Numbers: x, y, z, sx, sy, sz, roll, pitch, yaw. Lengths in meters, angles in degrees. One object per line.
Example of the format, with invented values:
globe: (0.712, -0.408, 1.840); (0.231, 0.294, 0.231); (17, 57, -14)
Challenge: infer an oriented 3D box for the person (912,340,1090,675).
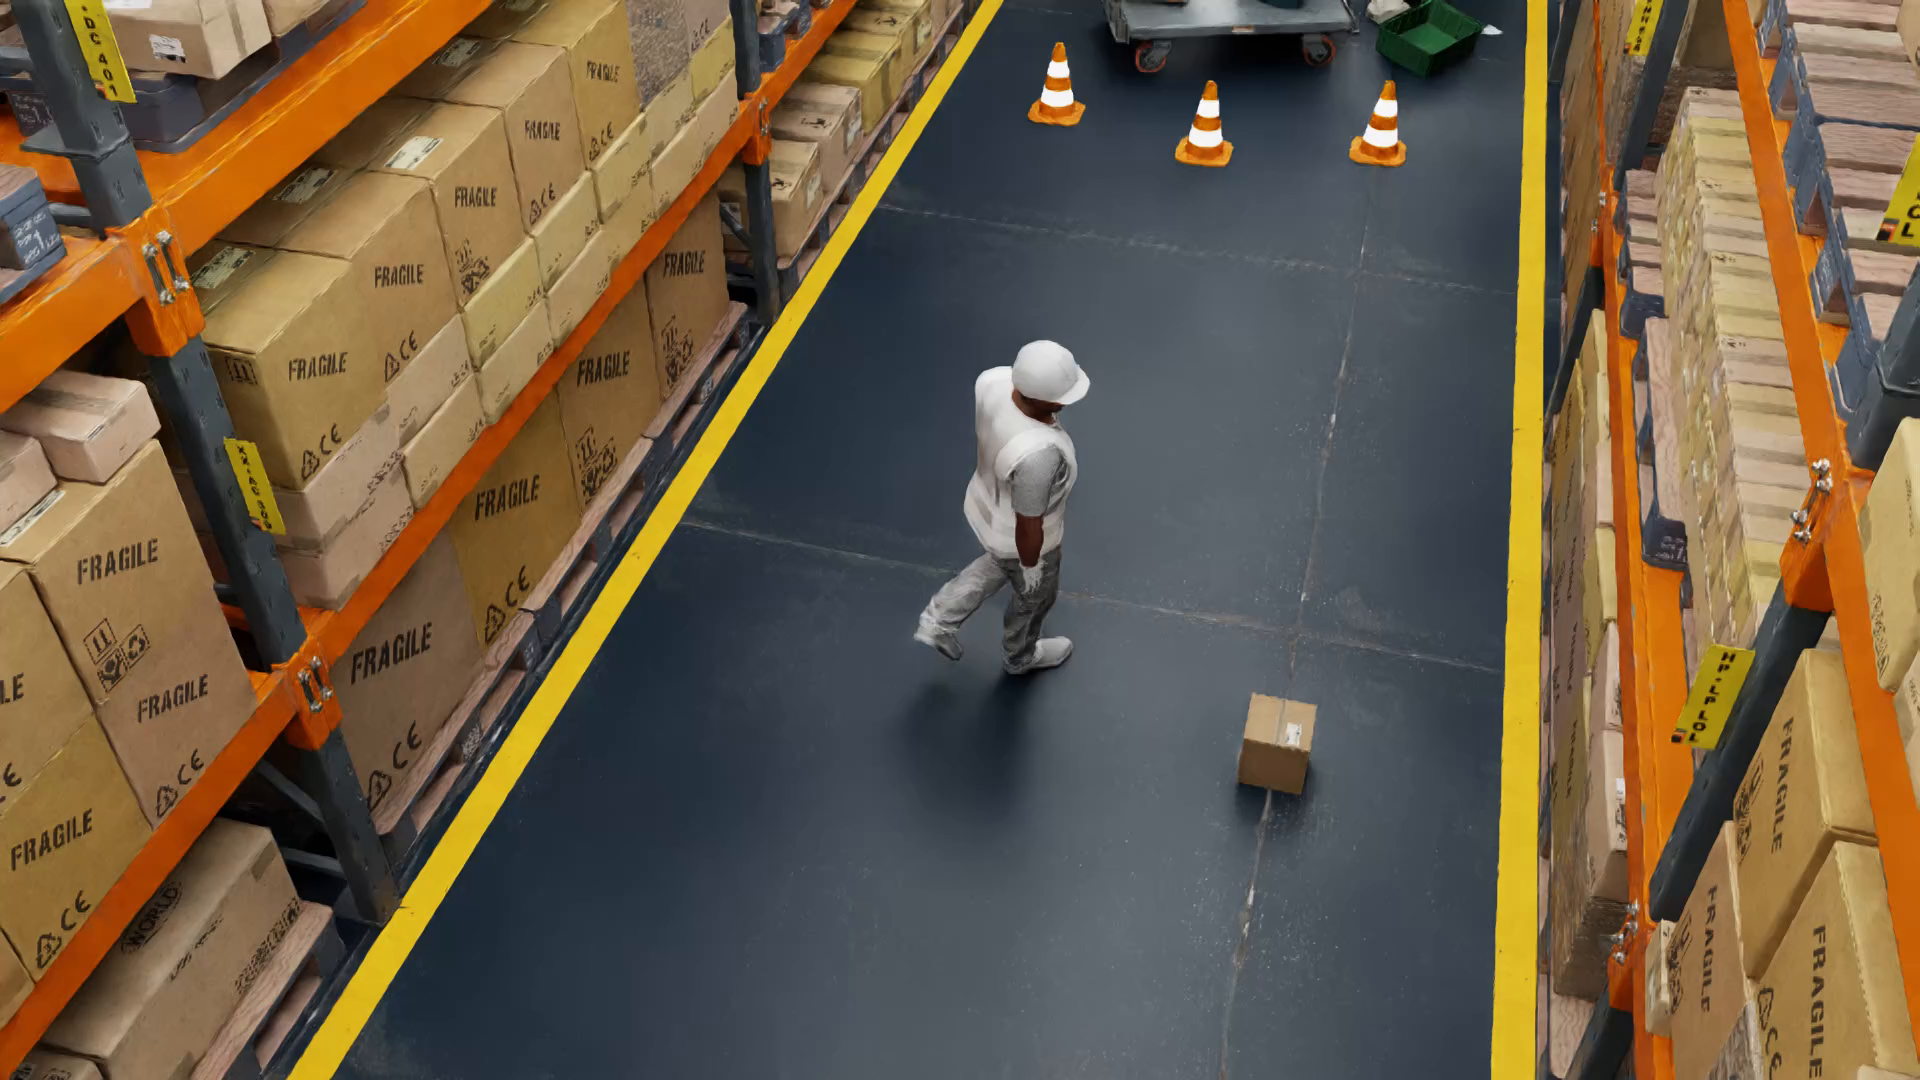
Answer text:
person: (0.183, -0.052, 6.226); (0.694, 1.759, 0.597); (-14, 43, -15)
